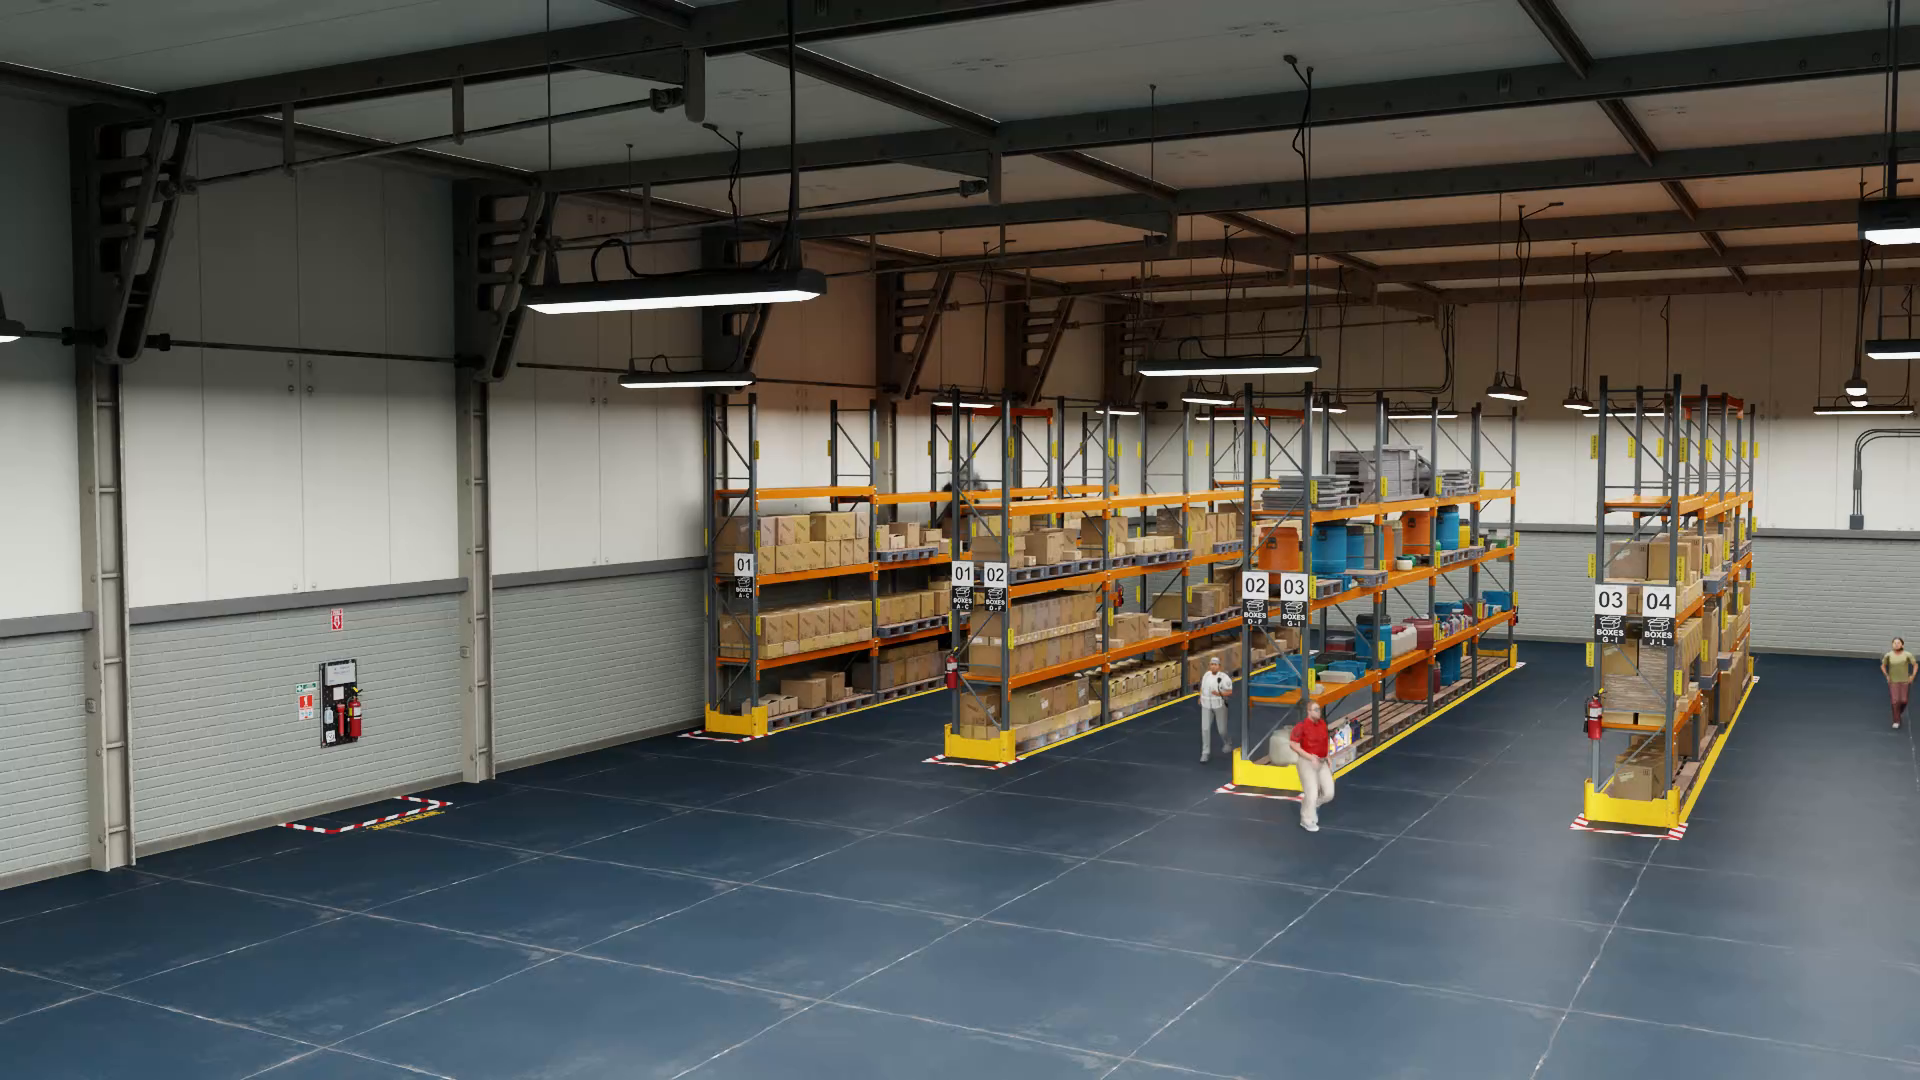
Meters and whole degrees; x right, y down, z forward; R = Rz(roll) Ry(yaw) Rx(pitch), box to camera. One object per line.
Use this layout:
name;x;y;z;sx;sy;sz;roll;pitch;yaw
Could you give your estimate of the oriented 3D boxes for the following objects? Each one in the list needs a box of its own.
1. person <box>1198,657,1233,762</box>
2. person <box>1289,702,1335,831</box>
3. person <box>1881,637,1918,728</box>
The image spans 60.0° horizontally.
person;4.118;2.710;26.862;0.613;1.644;0.929;2;3;27
person;4.657;2.972;21.886;0.681;1.692;0.571;-2;3;-28
person;16.929;2.573;29.999;0.584;1.633;0.535;2;4;32
